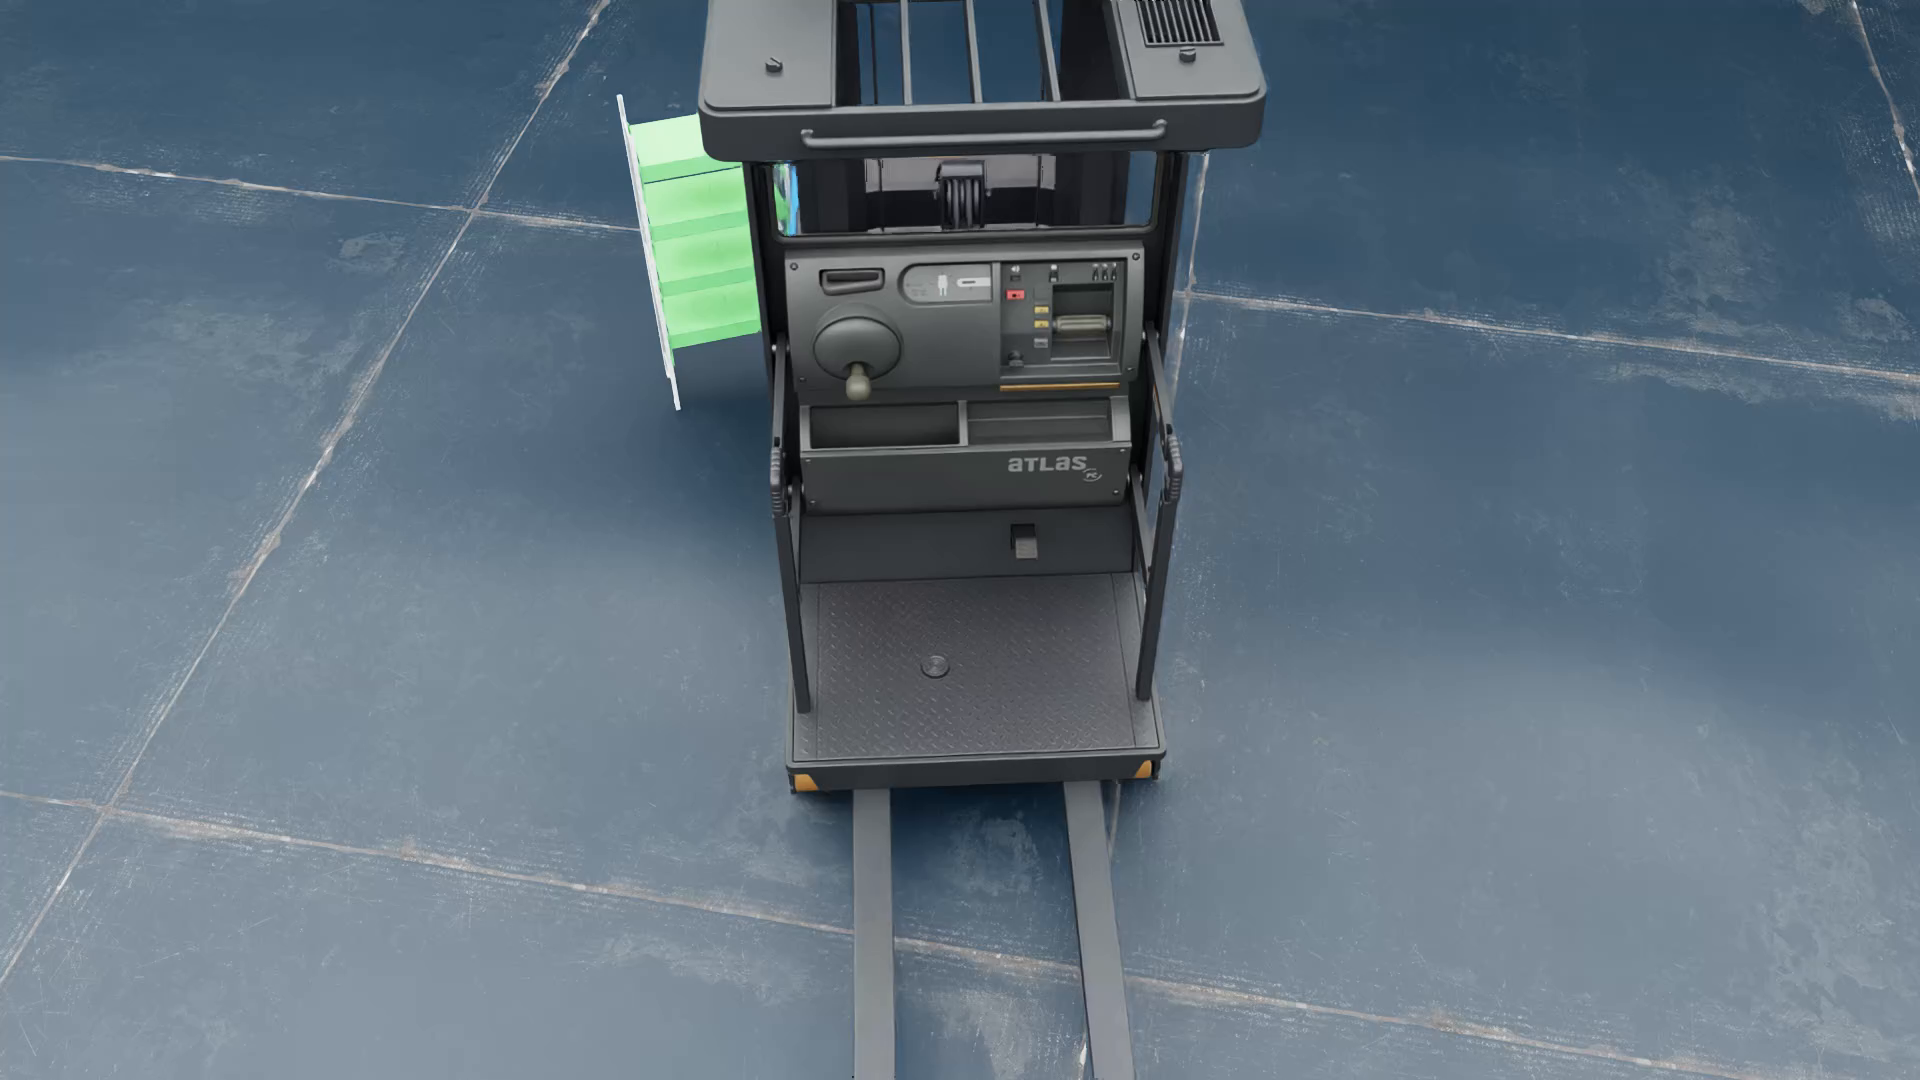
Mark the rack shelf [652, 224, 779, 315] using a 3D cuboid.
[{"bbox_3d":[-0.848,-0.980,5.910,0.480,0.148,0.258,-13,49,-11],"label":"rack shelf"}]

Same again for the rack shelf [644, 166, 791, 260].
[{"bbox_3d":[-0.848,-1.141,5.732,0.480,0.148,0.258,-13,49,-11],"label":"rack shelf"}]

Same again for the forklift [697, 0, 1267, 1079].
[{"bbox_3d":[0.027,-0.471,4.203,1.130,2.935,3.031,-2,48,-2],"label":"forklift"}]

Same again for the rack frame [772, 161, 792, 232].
[{"bbox_3d":[-0.614,-1.076,5.910,0.015,1.200,0.240,-13,49,-11],"label":"rack frame"}]

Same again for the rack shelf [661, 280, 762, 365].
[{"bbox_3d":[-0.848,-0.820,6.089,0.480,0.148,0.258,-13,49,-11],"label":"rack shelf"}]

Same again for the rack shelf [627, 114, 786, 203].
[{"bbox_3d":[-0.848,-1.301,5.553,0.480,0.148,0.258,-13,49,-11],"label":"rack shelf"}]

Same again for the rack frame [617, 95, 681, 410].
[{"bbox_3d":[-1.081,-0.970,5.815,0.015,1.200,0.240,-13,49,-11],"label":"rack frame"}]

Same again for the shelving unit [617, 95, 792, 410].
[{"bbox_3d":[-0.848,-1.023,5.863,0.503,1.200,0.258,-13,49,-11],"label":"shelving unit"}]
